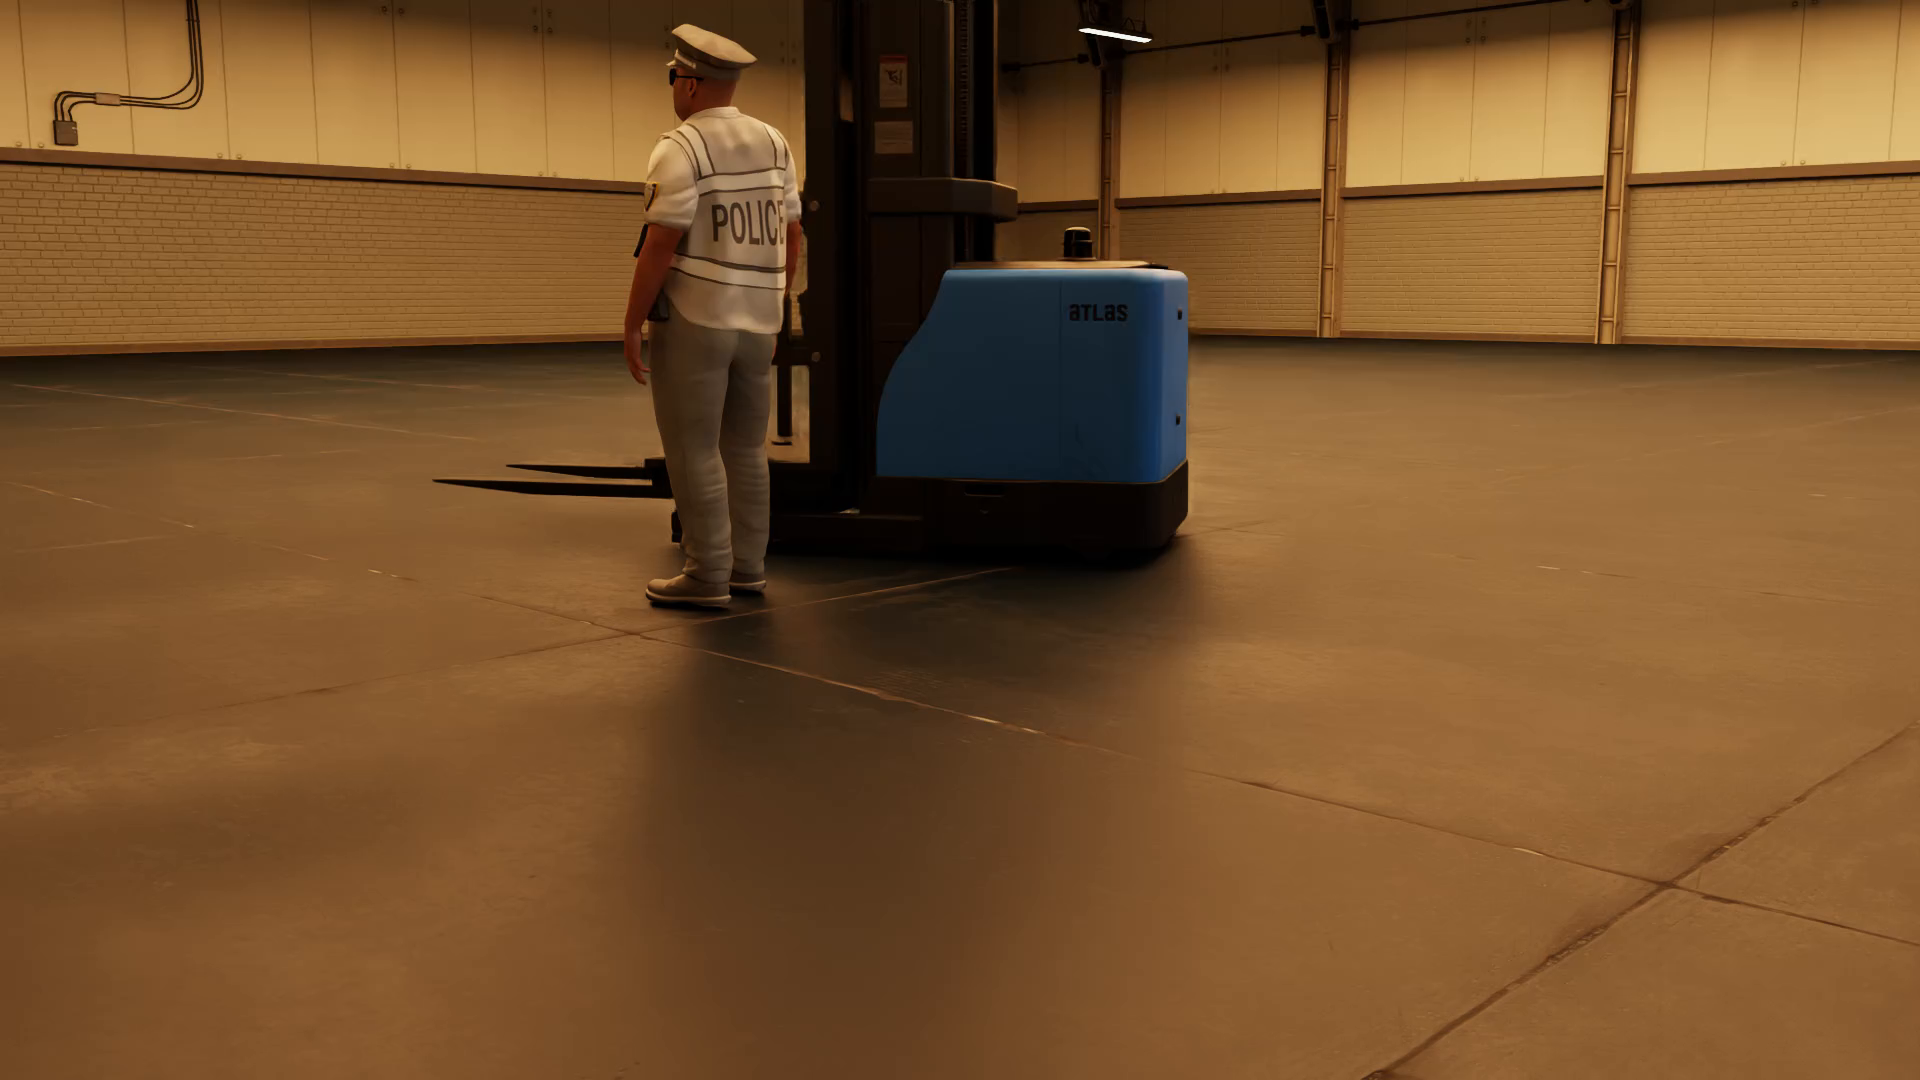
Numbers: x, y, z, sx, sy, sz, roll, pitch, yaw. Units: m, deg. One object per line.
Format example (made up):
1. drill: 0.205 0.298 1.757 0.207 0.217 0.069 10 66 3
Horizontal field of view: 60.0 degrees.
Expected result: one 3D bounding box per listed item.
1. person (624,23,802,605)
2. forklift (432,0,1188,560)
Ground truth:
1. person: -0.827 -0.680 5.225 0.575 1.773 0.640 7 11 40
2. forklift: -0.631 -1.470 6.639 3.031 2.935 1.130 2 9 14
